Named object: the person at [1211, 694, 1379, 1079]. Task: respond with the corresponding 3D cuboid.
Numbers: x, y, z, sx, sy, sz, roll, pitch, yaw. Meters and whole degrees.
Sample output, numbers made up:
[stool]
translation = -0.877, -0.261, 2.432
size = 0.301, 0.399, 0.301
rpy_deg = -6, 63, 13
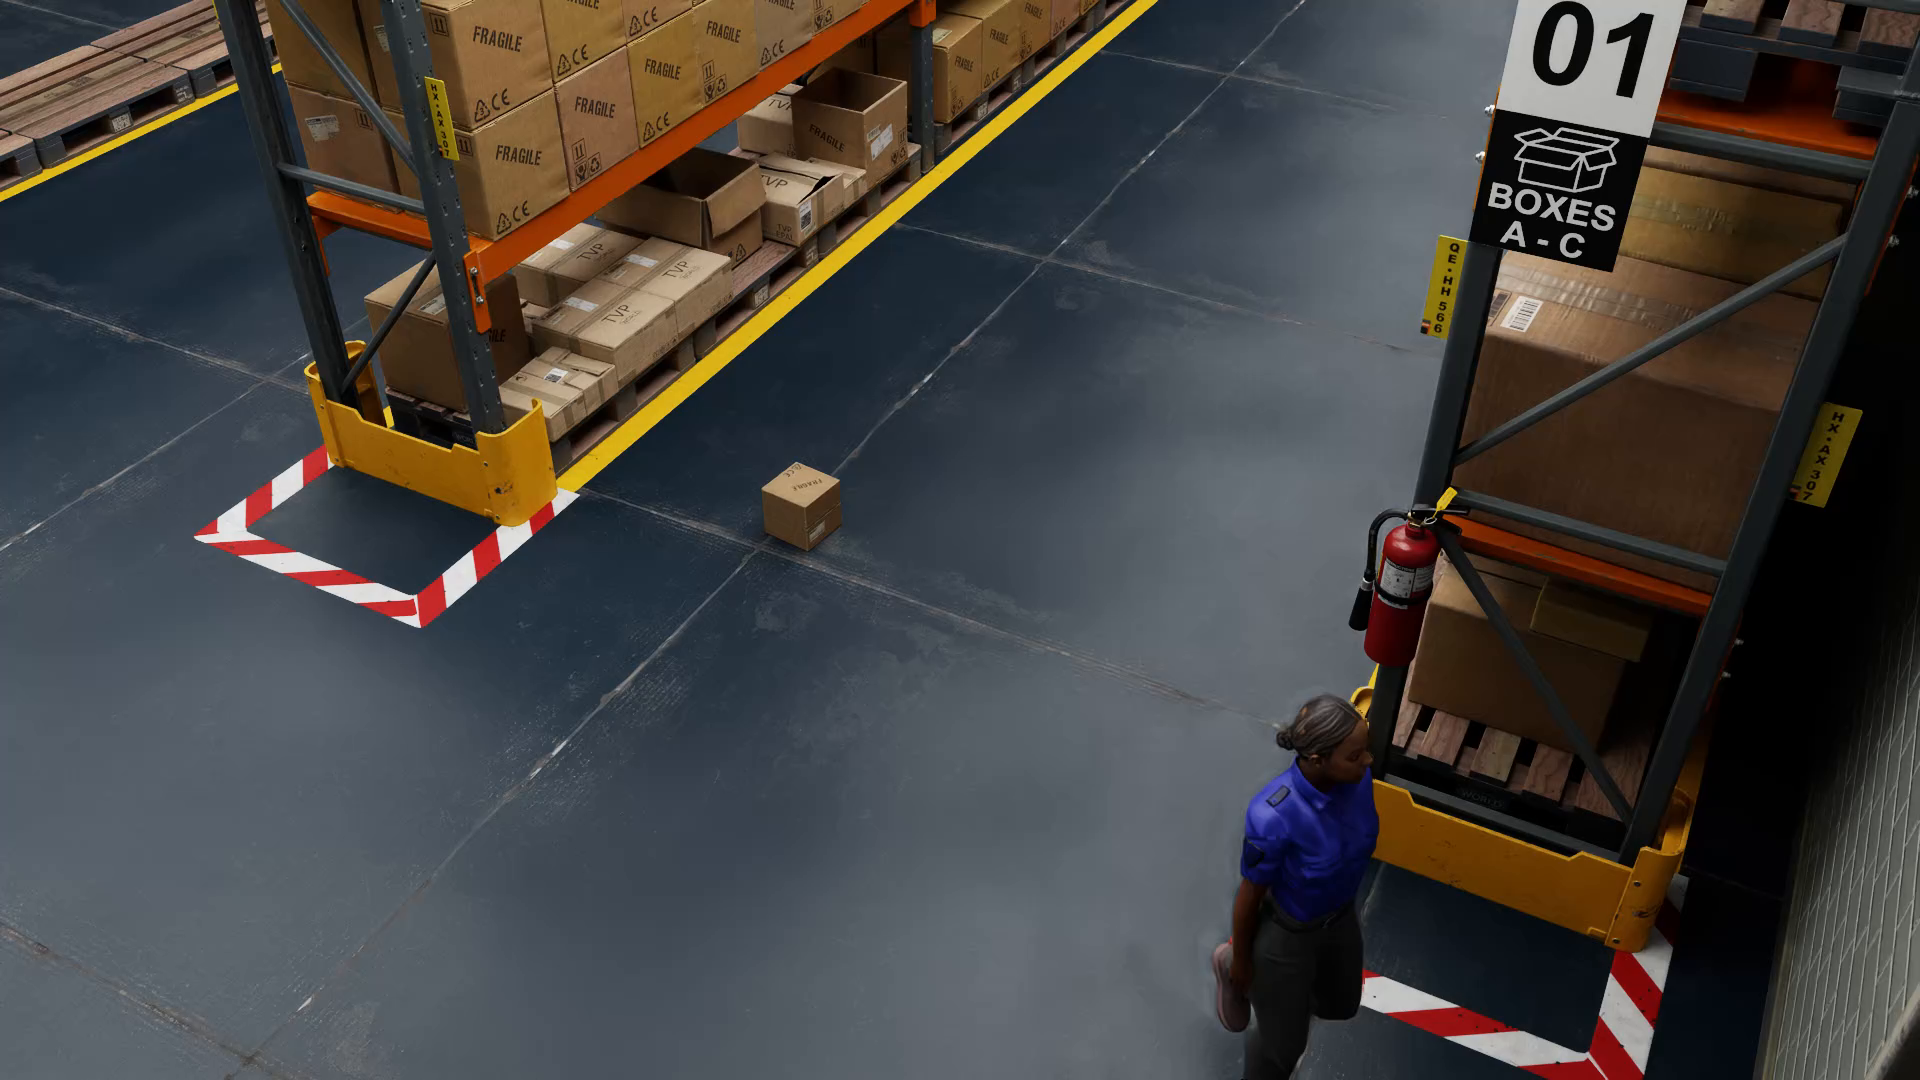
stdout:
[person]
translation = 0.944, 1.066, 4.774
size = 0.477, 1.635, 0.613
rpy_deg = -25, 45, -28
